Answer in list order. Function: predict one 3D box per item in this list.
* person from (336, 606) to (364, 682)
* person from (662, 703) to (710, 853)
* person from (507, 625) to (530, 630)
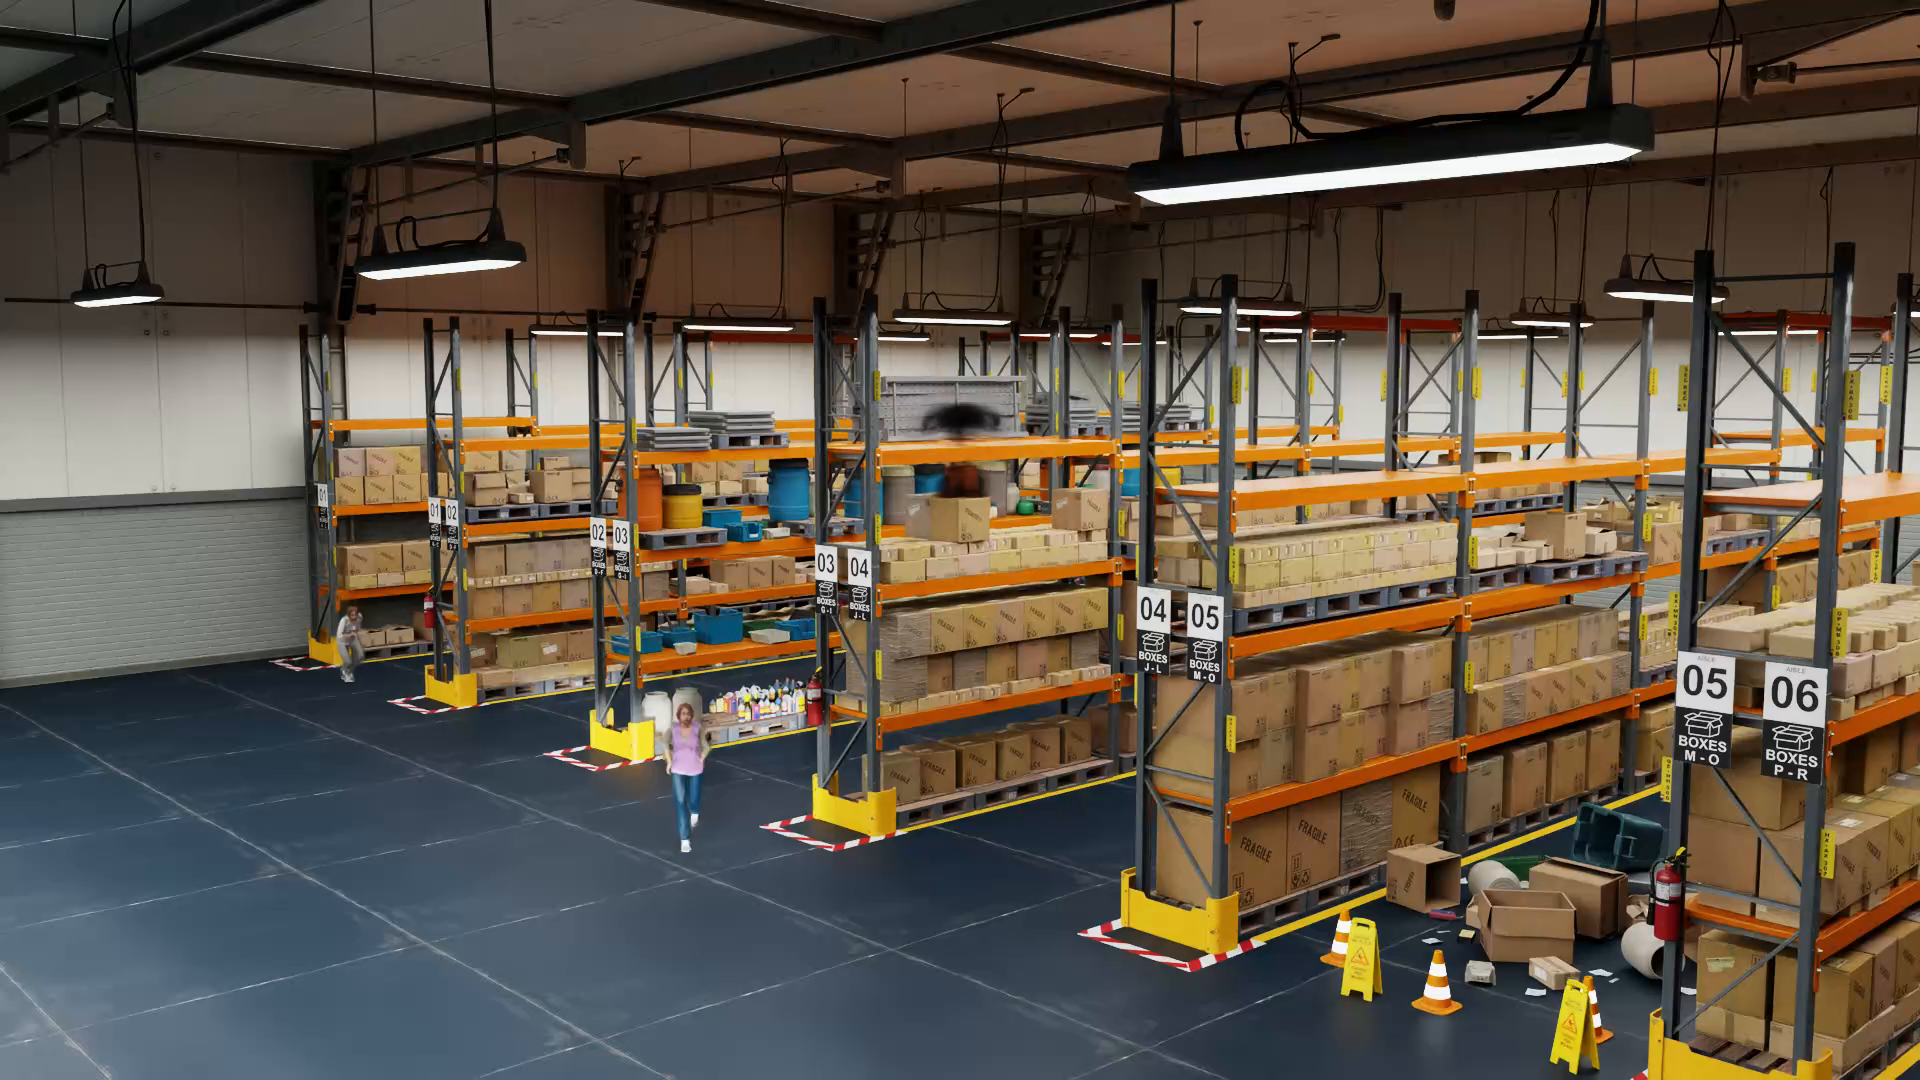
[{"bbox_3d":[-10.077,1.724,27.465,0.914,1.348,0.577,5,8,42],"label":"person"},{"bbox_3d":[-3.003,2.546,18.242,0.519,1.594,0.844,-1,6,-8],"label":"person"},{"bbox_3d":[-7.607,1.487,28.722,0.729,1.587,0.961,2,6,23],"label":"person"}]
